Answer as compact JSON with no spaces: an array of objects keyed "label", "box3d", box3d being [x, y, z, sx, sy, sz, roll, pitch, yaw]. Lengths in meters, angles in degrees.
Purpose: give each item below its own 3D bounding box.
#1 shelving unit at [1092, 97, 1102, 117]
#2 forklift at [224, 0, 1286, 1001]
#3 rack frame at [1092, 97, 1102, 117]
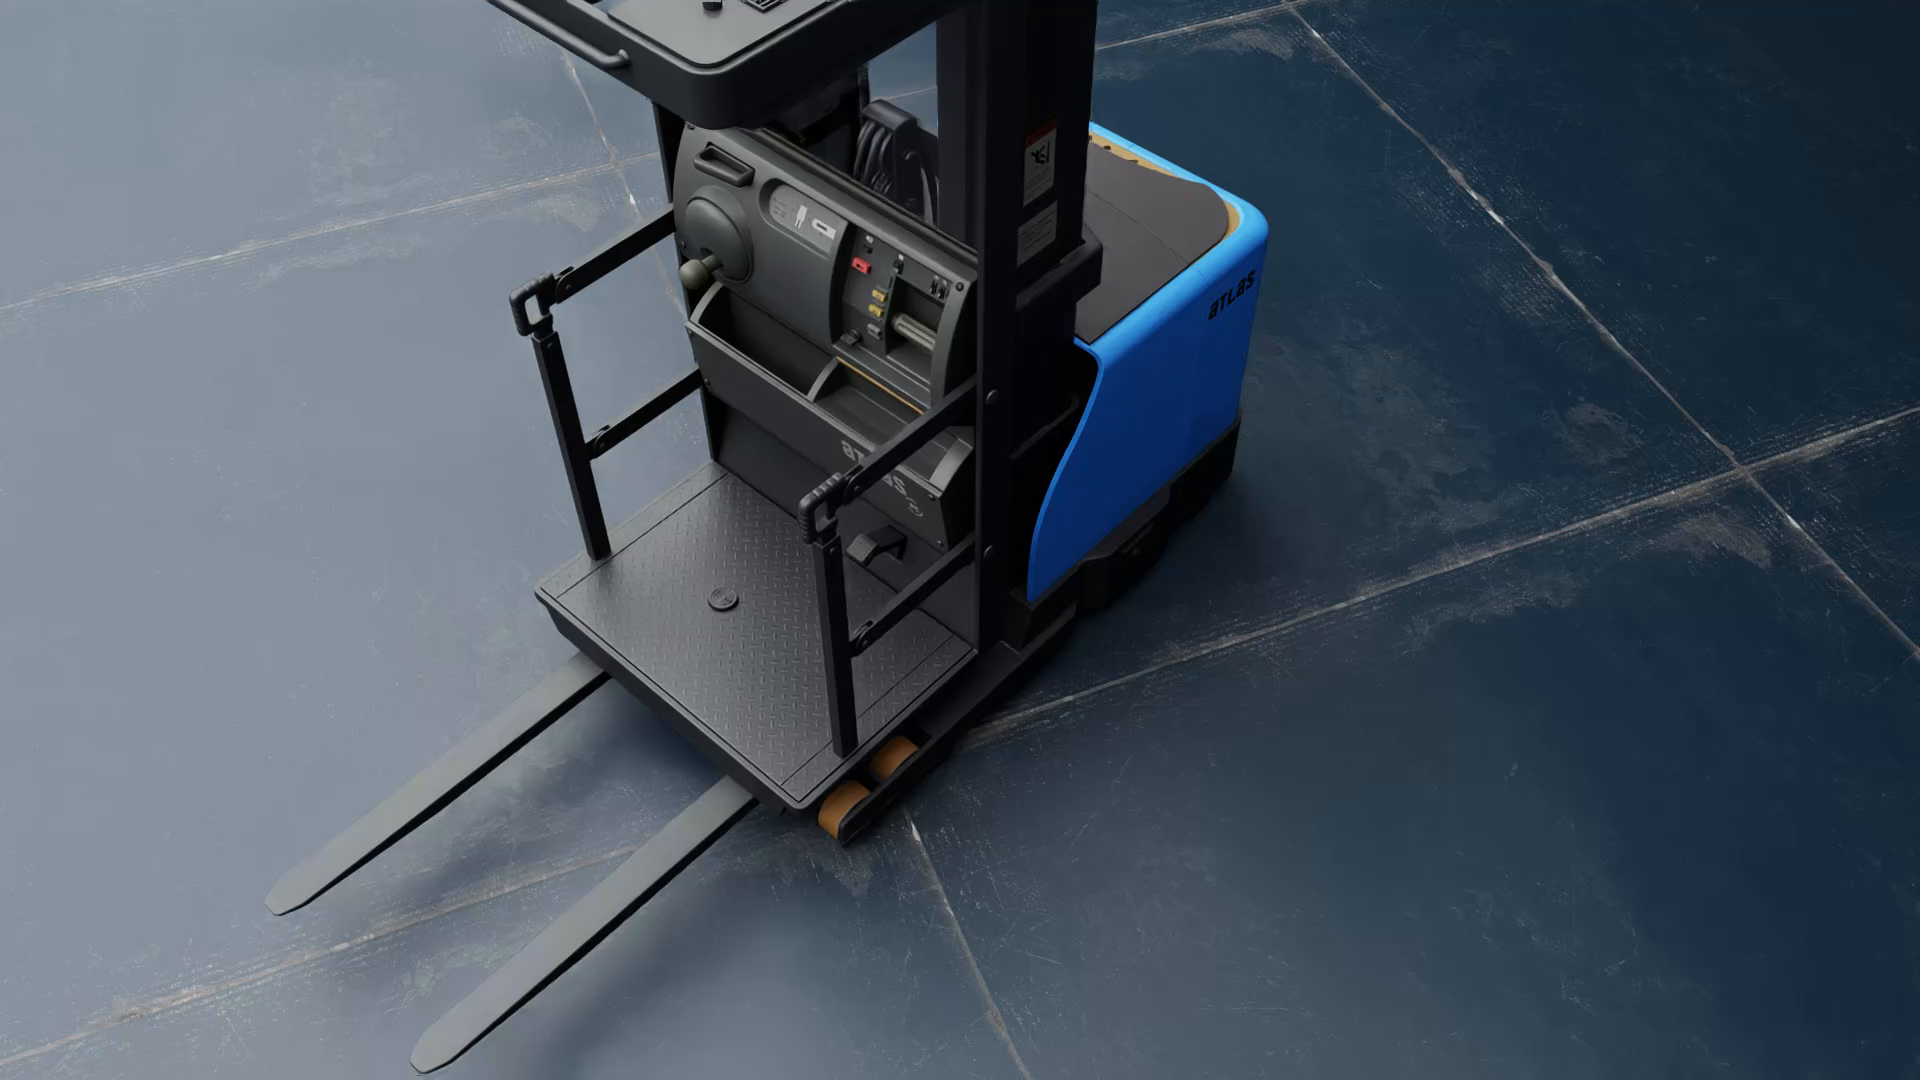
[{"label":"shelving unit","box3d":[0.296,-1.072,5.577,0.258,0.900,0.210,20,52,16]},{"label":"forklift","box3d":[-0.545,-0.628,3.857,3.031,2.935,1.130,-32,57,-25]},{"label":"rack frame","box3d":[0.340,-1.141,5.637,0.240,0.900,0.006,20,52,16]}]
